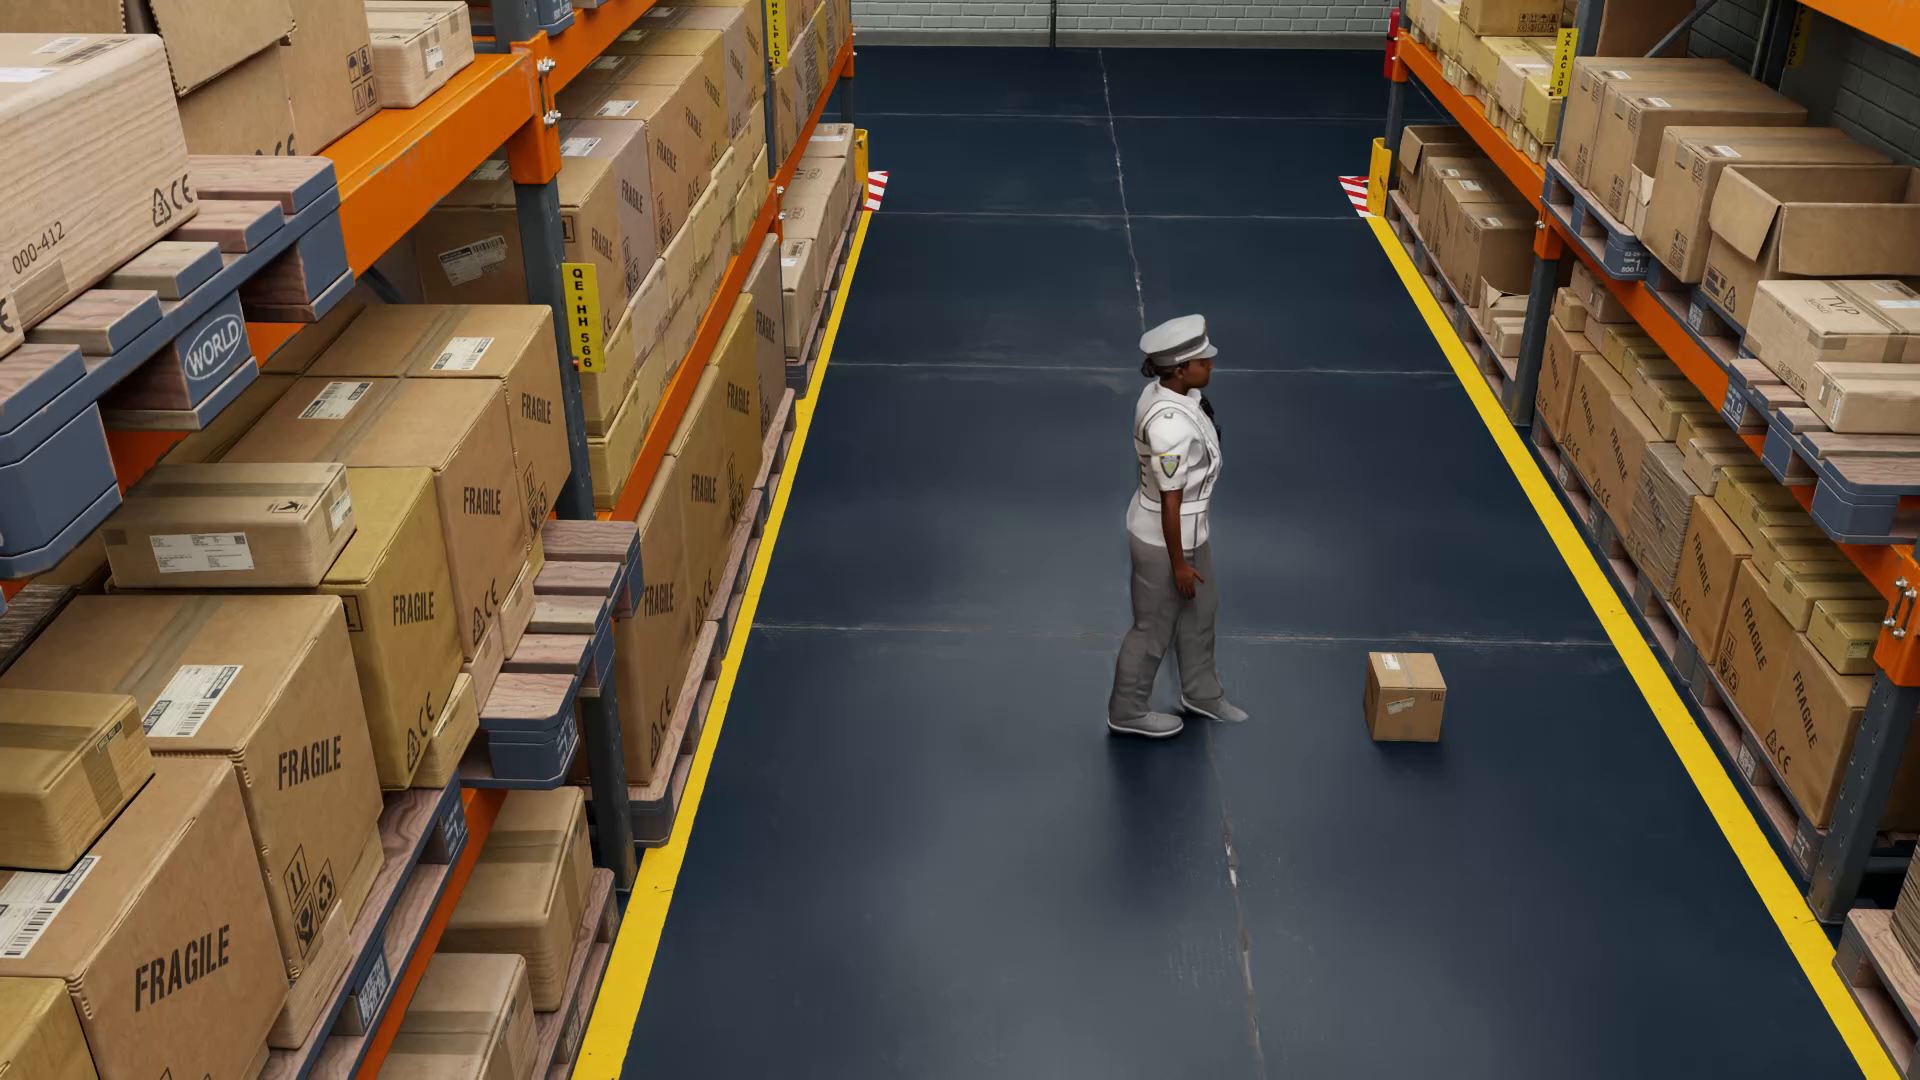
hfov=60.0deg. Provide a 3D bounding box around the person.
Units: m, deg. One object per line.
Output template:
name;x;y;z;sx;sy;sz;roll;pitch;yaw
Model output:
person;0.859;0.005;6.124;0.560;1.741;0.462;3;28;6
